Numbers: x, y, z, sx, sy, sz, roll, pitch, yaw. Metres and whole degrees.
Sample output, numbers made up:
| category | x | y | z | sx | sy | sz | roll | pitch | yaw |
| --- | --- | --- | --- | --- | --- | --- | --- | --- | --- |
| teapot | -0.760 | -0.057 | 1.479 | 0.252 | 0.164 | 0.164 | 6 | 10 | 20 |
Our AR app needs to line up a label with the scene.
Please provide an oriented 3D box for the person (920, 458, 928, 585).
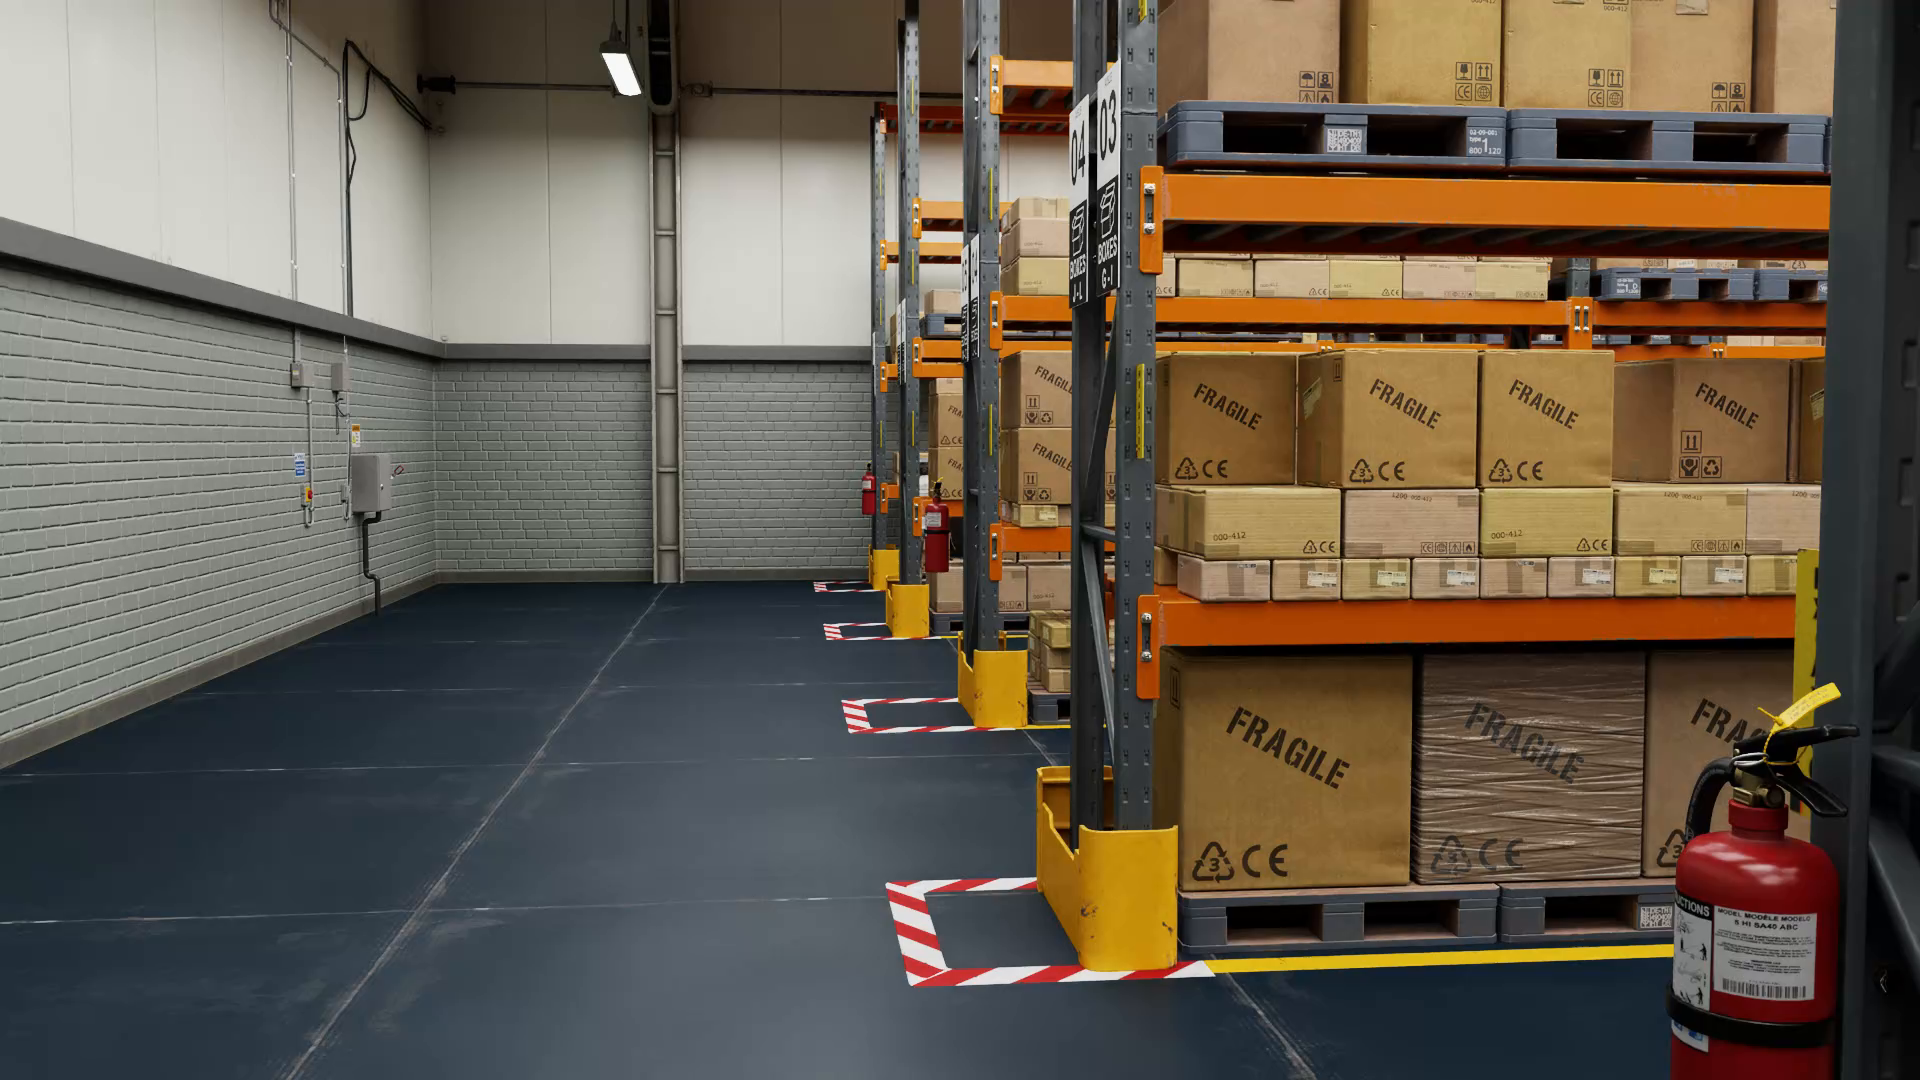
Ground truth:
| category | x | y | z | sx | sy | sz | roll | pitch | yaw |
| --- | --- | --- | --- | --- | --- | --- | --- | --- | --- |
| person | -0.392 | -0.105 | 18.946 | 0.527 | 1.663 | 0.376 | 0 | 4 | -6 |
